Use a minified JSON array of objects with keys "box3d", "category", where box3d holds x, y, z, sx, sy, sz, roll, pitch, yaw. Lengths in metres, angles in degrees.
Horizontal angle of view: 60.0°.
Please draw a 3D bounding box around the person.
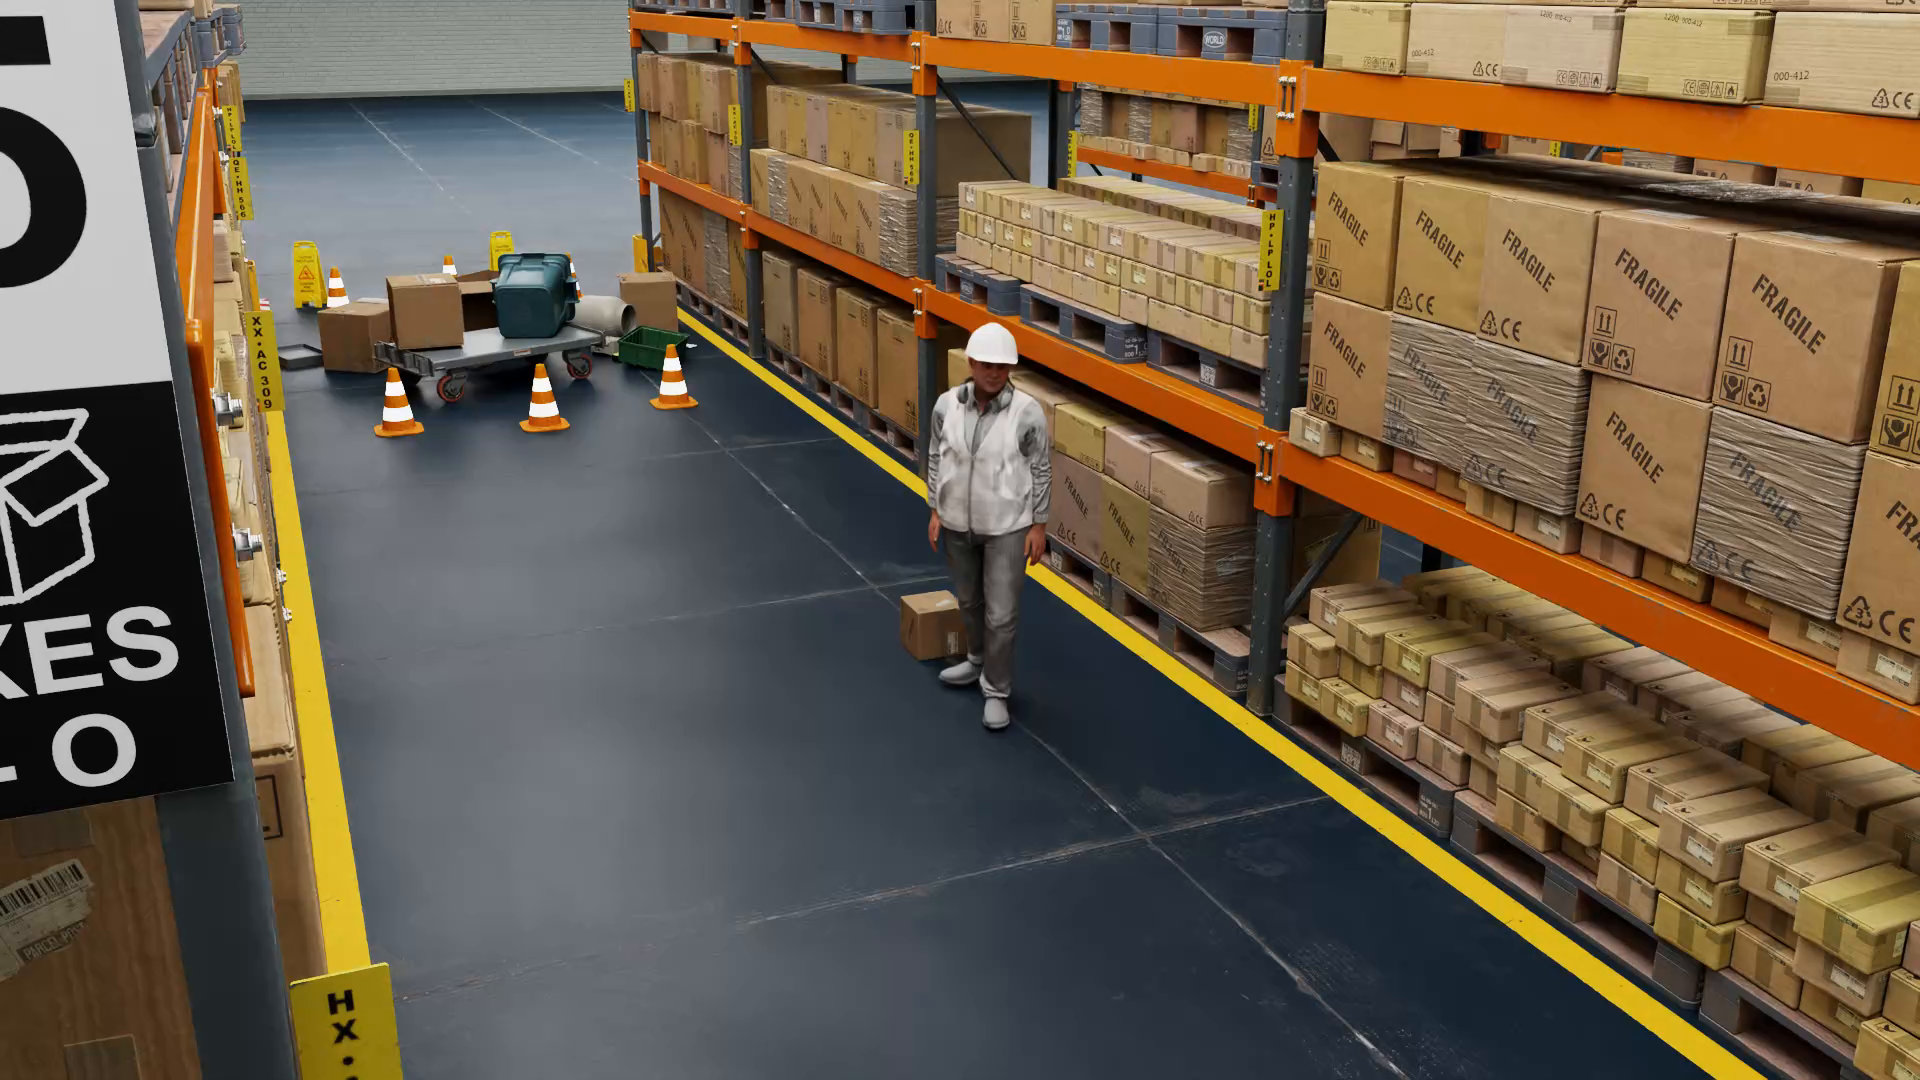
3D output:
[{"box3d":[0.126,-0.091,7.295,0.560,1.768,0.566,8,20,22],"category":"person"}]
